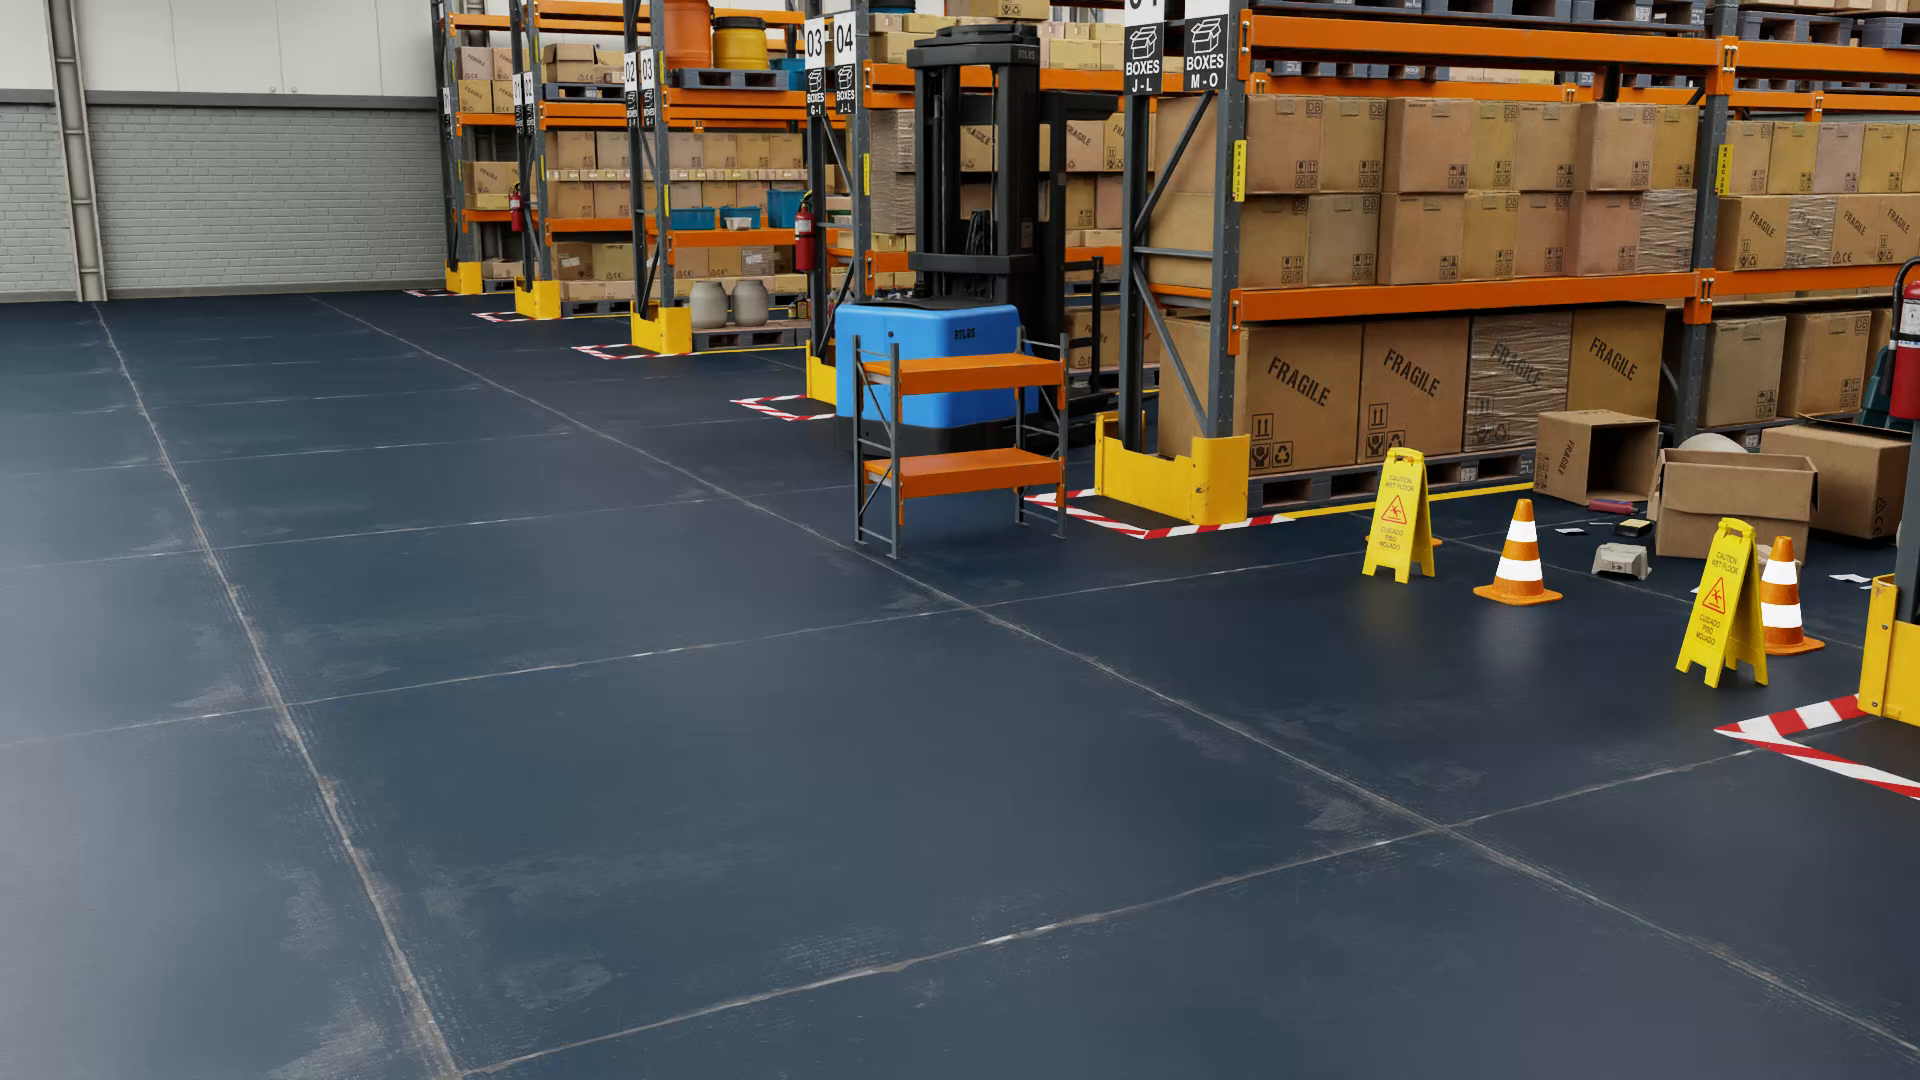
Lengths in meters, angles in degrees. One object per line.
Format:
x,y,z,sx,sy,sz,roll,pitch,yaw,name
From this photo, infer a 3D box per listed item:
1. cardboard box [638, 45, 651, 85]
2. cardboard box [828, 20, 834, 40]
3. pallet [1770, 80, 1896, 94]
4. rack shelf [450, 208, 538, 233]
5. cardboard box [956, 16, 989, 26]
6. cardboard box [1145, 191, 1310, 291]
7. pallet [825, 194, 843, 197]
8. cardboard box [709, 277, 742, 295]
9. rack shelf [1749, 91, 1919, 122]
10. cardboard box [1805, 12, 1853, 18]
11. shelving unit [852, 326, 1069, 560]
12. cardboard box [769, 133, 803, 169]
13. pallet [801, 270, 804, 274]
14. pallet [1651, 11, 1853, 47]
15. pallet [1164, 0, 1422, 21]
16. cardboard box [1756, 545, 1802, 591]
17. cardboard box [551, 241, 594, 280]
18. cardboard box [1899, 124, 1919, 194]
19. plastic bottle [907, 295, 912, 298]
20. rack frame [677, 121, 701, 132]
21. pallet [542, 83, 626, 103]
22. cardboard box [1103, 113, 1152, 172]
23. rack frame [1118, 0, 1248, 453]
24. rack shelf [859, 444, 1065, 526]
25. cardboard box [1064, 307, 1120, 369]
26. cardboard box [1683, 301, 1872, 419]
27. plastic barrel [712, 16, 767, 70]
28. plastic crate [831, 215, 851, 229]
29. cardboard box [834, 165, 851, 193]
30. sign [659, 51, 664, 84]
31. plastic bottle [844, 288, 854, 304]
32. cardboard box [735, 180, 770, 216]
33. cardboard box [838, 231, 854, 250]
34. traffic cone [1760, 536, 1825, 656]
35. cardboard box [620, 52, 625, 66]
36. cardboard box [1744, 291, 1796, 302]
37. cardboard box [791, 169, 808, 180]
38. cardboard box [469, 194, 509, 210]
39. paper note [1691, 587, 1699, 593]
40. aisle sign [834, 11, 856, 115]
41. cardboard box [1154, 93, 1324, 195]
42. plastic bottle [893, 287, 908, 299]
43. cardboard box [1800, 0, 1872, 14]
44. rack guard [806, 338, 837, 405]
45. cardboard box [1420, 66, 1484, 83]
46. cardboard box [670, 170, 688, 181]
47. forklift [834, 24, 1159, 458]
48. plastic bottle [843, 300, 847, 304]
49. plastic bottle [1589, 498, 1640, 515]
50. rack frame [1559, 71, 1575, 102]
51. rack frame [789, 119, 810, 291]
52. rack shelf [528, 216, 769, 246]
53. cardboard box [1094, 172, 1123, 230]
-4.171,-6.454,22.622,0.500,0.500,0.500,-7,14,-28,cardboard box
-0.922,-4.312,14.038,0.250,0.149,0.380,-7,14,-28,cardboard box
10.240,-5.404,19.661,1.213,0.211,1.003,-7,14,-28,pallet
-6.381,-5.361,27.736,4.000,0.370,1.077,-7,14,-28,rack shelf
0.046,-4.281,13.900,0.250,0.149,0.380,-6,14,-26,cardboard box
1.576,-1.792,9.898,0.550,0.550,0.875,-7,14,-28,cardboard box
-2.832,-6.033,29.522,1.213,0.211,1.003,-7,14,-28,pallet
-3.426,-3.634,23.732,0.500,0.250,0.500,-7,14,-28,cardboard box
11.272,-5.223,20.291,4.000,0.370,1.077,-7,14,-28,rack shelf
6.216,-3.992,12.204,0.500,0.311,0.500,-7,15,-30,cardboard box
0.006,-0.549,8.989,1.048,1.125,0.538,-7,14,-28,shelving unit
-2.635,-5.602,23.986,0.500,0.500,0.700,-7,14,-28,cardboard box
-2.870,-4.773,29.838,1.213,0.211,1.003,-7,14,-28,pallet
5.564,-3.568,11.735,1.217,0.209,0.805,-8,15,-30,pallet
1.918,-3.171,9.739,1.213,0.211,1.003,-7,14,-28,pallet
3.914,0.136,8.166,0.250,0.149,0.380,0,13,1,cardboard box
-5.431,-3.890,23.161,0.500,0.500,0.500,-7,14,-28,cardboard box
7.002,-2.896,12.641,0.500,0.500,0.700,-7,14,-29,cardboard box
-0.567,-2.781,19.837,0.135,0.276,0.152,-7,14,-28,plastic bottle
-4.625,-5.922,28.592,0.127,3.000,1.000,-7,14,-28,rack frame
-5.126,-6.037,22.471,1.213,0.211,1.003,-7,14,-28,pallet
1.354,-3.534,14.800,0.500,0.500,0.500,-7,14,-28,cardboard box
1.272,-1.671,9.703,0.127,3.000,1.000,-7,14,-28,rack frame
0.006,-0.311,9.043,1.000,0.278,0.538,-7,14,-28,rack shelf
1.118,-1.867,15.311,0.500,0.500,0.500,-8,15,-33,cardboard box
6.133,-1.383,12.588,0.750,0.750,1.050,-7,14,-28,cardboard box
-2.450,-5.497,18.484,0.600,0.588,0.600,0,13,0,plastic barrel
-1.182,-3.665,19.161,0.437,0.136,0.530,-7,14,-28,plastic crate
-2.000,-6.491,29.890,0.500,0.500,0.700,-8,15,-33,cardboard box
-3.130,-4.953,17.435,0.005,0.325,0.100,-7,14,-28,sign
-1.324,-2.866,20.042,0.185,0.351,0.144,-7,14,-28,plastic bottle
-3.095,-4.912,23.876,0.500,0.500,0.700,-7,14,-28,cardboard box
-0.865,-2.585,14.335,0.250,0.149,0.380,-7,14,-28,cardboard box
3.492,0.216,7.095,0.334,0.463,0.336,-7,14,-28,traffic cone
-5.414,-7.767,27.407,0.500,0.500,0.500,-6,14,-25,cardboard box
8.965,-2.997,19.478,0.875,0.875,1.225,-7,14,-28,cardboard box
-2.384,-5.263,23.959,0.250,0.149,0.380,-7,14,-28,cardboard box
-7.556,-5.428,26.693,0.500,0.250,0.500,-7,15,-29,cardboard box
3.608,0.238,7.984,0.148,0.019,0.142,11,17,40,paper note
-0.927,-3.842,13.426,0.004,0.787,0.394,-7,14,-28,aisle sign
1.616,-2.303,9.708,0.550,0.550,0.875,-7,14,-28,cardboard box
-0.717,-2.902,20.205,0.185,0.351,0.144,-7,14,-28,plastic bottle
6.137,-3.784,11.646,0.250,0.149,0.380,-7,14,-28,cardboard box
-0.949,-1.426,14.307,0.348,0.500,1.175,-7,14,-28,rack guard
4.835,-4.665,16.516,0.500,0.250,0.500,-6,14,-26,cardboard box
-3.962,-5.074,23.117,0.250,0.149,0.380,-7,14,-27,cardboard box
0.446,-2.181,12.125,1.130,2.935,3.031,10,16,38,forklift
-1.348,-2.642,19.231,0.097,0.271,0.097,0,13,0,plastic bottle
3.884,-0.195,9.835,0.283,0.061,0.133,11,17,40,plastic bottle
6.006,-3.479,17.737,0.127,3.000,1.000,-7,14,-28,rack frame
-2.248,-4.968,24.352,0.127,3.000,1.000,-7,14,-28,rack frame
-4.004,-4.406,23.496,4.000,0.370,1.077,-7,14,-28,rack shelf
1.224,-3.099,15.142,0.500,0.500,0.875,-7,14,-28,cardboard box
